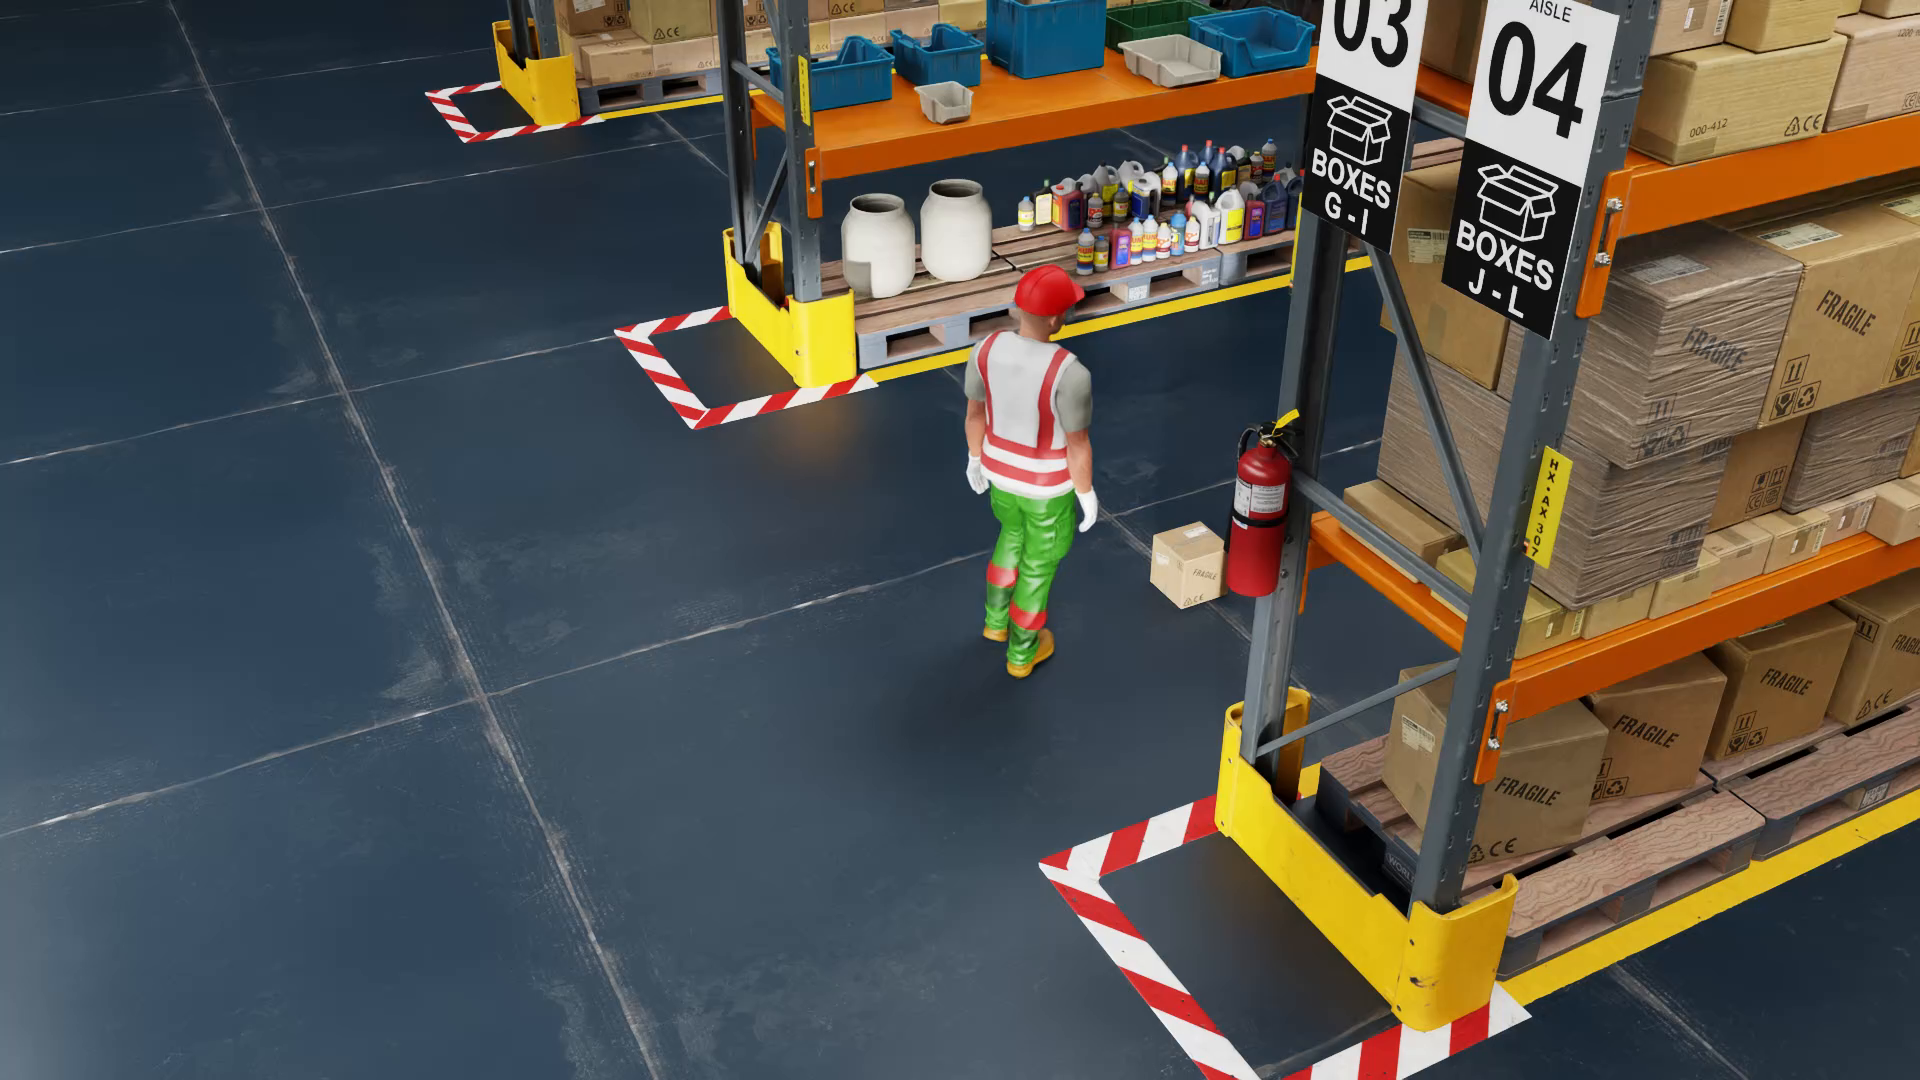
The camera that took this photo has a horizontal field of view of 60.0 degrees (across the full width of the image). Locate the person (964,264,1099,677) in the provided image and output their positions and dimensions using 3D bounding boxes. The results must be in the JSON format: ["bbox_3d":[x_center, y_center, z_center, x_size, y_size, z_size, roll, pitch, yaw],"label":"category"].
[{"bbox_3d":[0.300,-0.241,6.516,0.580,1.827,0.398,21,38,29],"label":"person"}]
